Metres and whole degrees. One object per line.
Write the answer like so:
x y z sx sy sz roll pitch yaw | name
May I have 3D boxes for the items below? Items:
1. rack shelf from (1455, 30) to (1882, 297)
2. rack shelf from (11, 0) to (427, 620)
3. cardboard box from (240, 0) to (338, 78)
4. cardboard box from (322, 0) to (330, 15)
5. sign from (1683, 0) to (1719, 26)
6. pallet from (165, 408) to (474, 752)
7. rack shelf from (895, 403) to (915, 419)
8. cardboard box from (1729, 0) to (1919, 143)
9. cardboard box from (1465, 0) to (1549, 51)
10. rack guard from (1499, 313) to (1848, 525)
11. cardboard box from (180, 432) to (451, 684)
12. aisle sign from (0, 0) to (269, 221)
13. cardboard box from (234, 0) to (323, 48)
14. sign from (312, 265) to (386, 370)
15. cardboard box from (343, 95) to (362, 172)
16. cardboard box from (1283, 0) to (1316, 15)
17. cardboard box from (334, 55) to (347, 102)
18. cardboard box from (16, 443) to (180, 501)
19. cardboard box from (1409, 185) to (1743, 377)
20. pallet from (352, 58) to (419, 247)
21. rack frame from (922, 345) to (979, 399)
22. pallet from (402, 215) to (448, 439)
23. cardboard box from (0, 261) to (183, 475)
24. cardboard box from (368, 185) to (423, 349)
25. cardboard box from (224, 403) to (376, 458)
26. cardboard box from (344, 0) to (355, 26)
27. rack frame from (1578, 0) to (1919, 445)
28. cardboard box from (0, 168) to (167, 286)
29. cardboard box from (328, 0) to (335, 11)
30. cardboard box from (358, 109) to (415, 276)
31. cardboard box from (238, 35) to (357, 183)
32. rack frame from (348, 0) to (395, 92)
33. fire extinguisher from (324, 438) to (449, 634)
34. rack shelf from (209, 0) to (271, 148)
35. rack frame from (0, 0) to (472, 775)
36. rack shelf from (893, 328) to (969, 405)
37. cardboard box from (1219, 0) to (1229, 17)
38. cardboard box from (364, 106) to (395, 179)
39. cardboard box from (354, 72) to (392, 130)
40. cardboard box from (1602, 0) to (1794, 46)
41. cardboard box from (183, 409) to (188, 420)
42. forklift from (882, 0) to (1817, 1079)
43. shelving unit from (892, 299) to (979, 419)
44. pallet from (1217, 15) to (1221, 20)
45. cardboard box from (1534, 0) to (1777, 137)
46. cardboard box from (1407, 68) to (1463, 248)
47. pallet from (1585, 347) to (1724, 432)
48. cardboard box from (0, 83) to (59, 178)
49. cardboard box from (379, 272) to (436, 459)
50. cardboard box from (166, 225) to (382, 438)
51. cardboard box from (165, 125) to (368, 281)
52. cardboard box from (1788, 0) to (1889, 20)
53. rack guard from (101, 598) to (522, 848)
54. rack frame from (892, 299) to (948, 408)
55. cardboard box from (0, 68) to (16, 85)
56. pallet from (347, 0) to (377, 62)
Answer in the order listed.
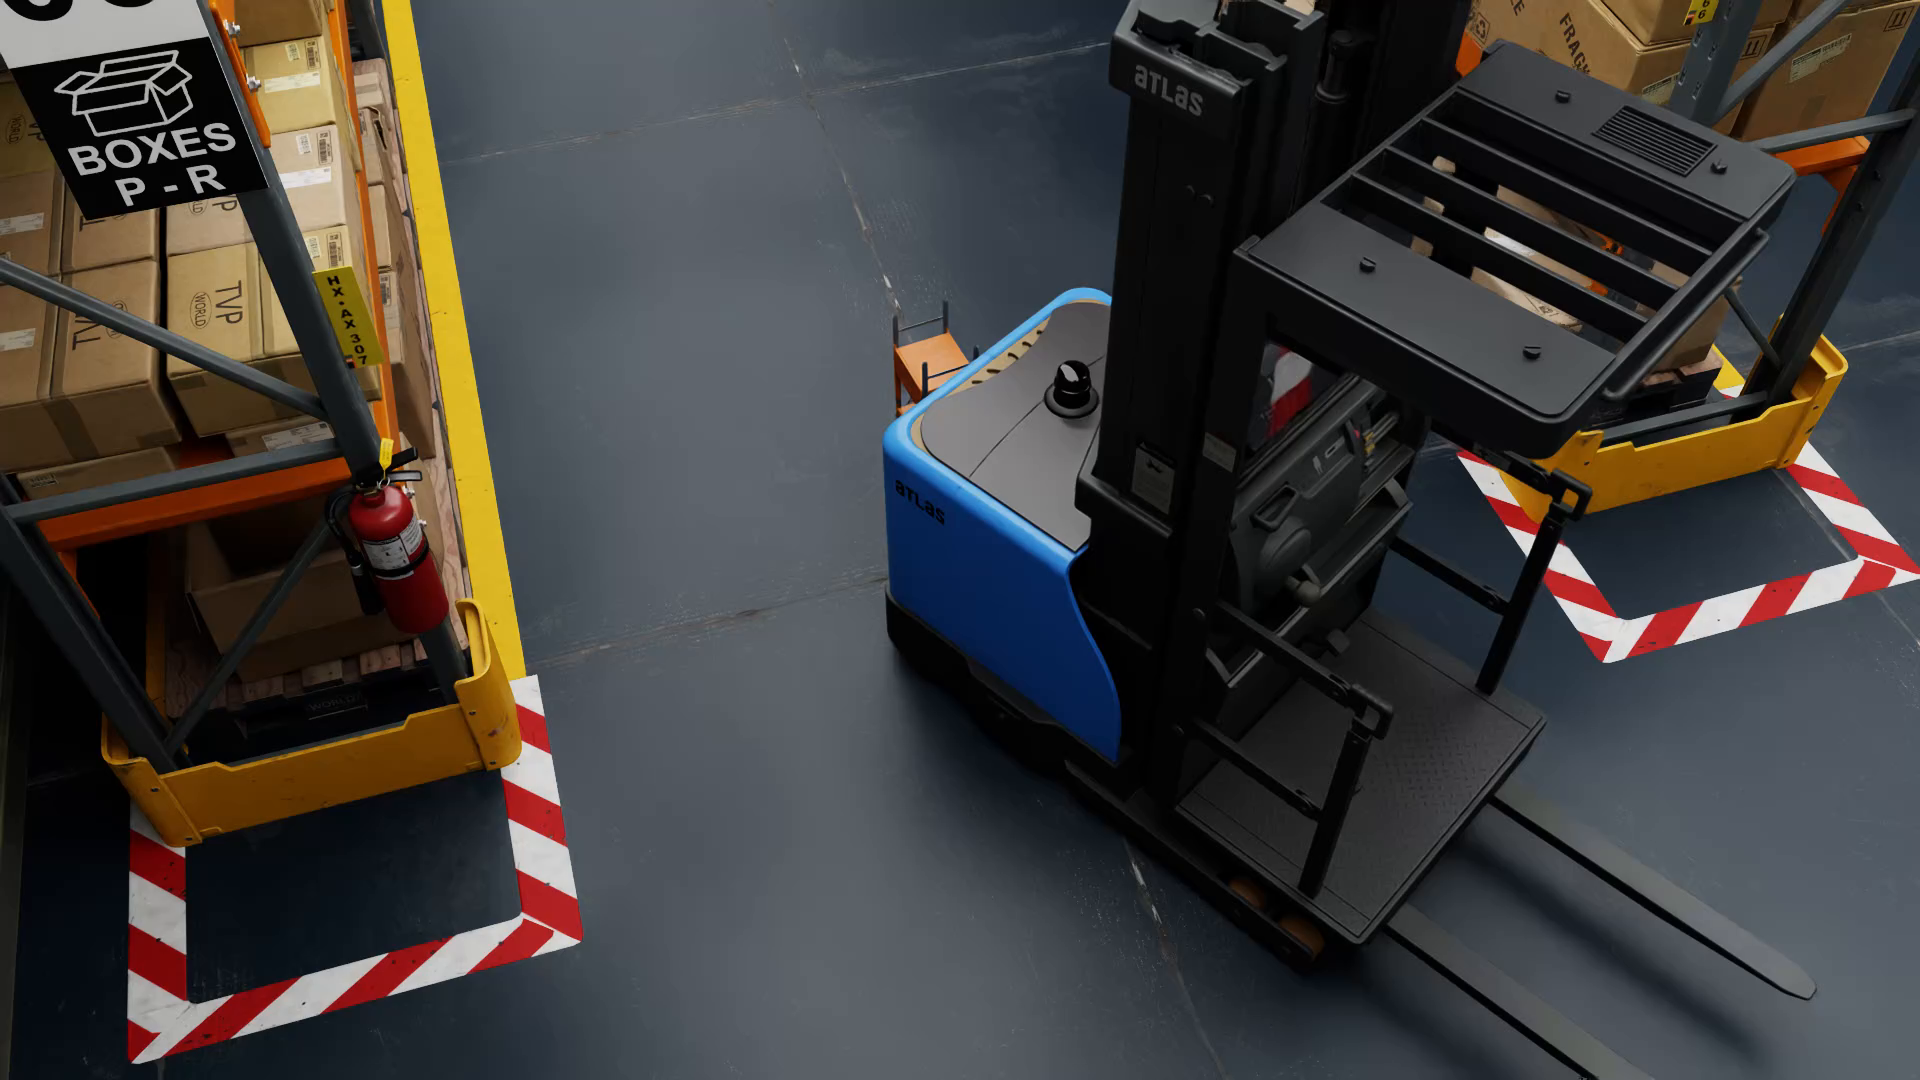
2.091 -2.509 6.874 1.077 0.370 4.000 -13 51 -11 | rack shelf
-2.650 -1.384 5.926 1.077 0.370 4.000 -13 51 -11 | rack shelf
-2.409 -1.702 5.626 0.500 0.250 0.500 -15 51 -12 | cardboard box
-2.561 -2.078 5.943 0.500 0.250 0.500 -14 51 -11 | cardboard box
2.160 -1.617 4.739 0.100 0.325 0.005 -13 51 -11 | sign
-2.318 0.106 6.023 1.003 0.211 1.213 -13 51 -11 | pallet
-0.081 -0.340 5.864 0.215 0.259 0.240 -19 52 -15 | rack shelf
2.814 -1.728 5.680 0.500 0.500 0.500 -14 51 -11 | cardboard box
2.152 -1.975 5.888 0.500 0.500 0.500 -14 51 -12 | cardboard box
2.689 -0.457 6.308 1.175 0.500 0.348 -13 51 -11 | rack guard
-2.149 0.046 5.608 0.797 0.503 0.637 -15 52 -12 | cardboard box
-1.758 -1.010 3.439 0.394 0.787 0.004 -13 51 -11 | aisle sign
-2.379 -1.932 5.330 0.500 0.500 0.500 -12 51 -10 | cardboard box
-1.540 -0.557 4.192 0.100 0.325 0.005 -13 51 -11 | sign
-2.227 -1.329 5.573 0.380 0.149 0.250 -15 51 -12 | cardboard box
1.848 -2.375 7.691 0.875 0.438 0.875 -15 51 -12 | cardboard box
-2.325 -1.516 5.731 0.380 0.149 0.250 -12 51 -10 | cardboard box
-2.413 -0.256 4.668 0.380 0.149 0.250 -14 51 -11 | cardboard box
2.391 -1.049 6.574 0.875 0.438 0.875 -15 51 -12 | cardboard box
-3.039 -1.676 7.525 1.003 0.211 1.213 -13 51 -11 | pallet
-0.031 -0.262 5.784 0.200 1.050 0.008 -19 52 -15 | rack frame
-2.675 -0.784 6.773 1.003 0.211 1.213 -13 51 -11 | pallet
-2.448 -0.479 4.595 0.500 0.250 0.500 -12 51 -10 | cardboard box
-2.425 -0.995 6.487 0.500 0.500 0.500 -12 51 -10 | cardboard box
-1.894 -0.377 4.770 0.380 0.149 0.250 -14 51 -11 | cardboard box
-3.170 -2.811 8.018 0.500 0.500 0.500 -11 51 -9 | cardboard box
2.682 -1.280 5.368 1.000 3.000 0.127 -13 51 -11 | rack frame
-2.599 -0.856 4.913 0.500 0.250 0.500 -13 51 -11 | cardboard box
-2.554 -2.073 6.200 0.380 0.149 0.250 -14 51 -12 | cardboard box
-2.672 -1.345 6.782 0.700 0.500 0.500 -15 52 -12 | cardboard box
-2.238 -1.333 5.315 0.500 0.250 0.500 -14 51 -12 | cardboard box
-3.241 -3.077 6.882 1.000 3.000 0.127 -13 51 -11 | rack frame
-1.574 -0.007 4.589 0.296 0.674 0.183 -13 51 -11 | fire extinguisher
-2.650 -2.351 4.779 1.077 0.370 4.000 -13 51 -11 | rack shelf
-2.059 -0.155 4.419 1.000 3.000 0.127 -13 51 -11 | rack frame
-0.081 -0.523 5.647 0.215 0.259 0.240 -19 52 -15 | rack shelf
1.582 -3.029 8.242 0.875 0.438 0.875 -14 51 -12 | cardboard box
-2.691 -1.730 7.260 0.396 0.266 0.258 -12 51 -10 | cardboard box
-2.796 -1.953 7.524 0.380 0.149 0.250 -15 51 -12 | cardboard box
2.312 -1.933 5.198 0.500 0.500 0.500 -12 51 -10 | cardboard box
-2.429 -0.455 4.836 0.380 0.149 0.250 -12 51 -10 | cardboard box
1.167 -0.092 4.411 3.031 2.935 1.130 35 58 26 | forklift
-0.081 -0.347 5.856 0.215 1.050 0.252 -19 52 -15 | shelving unit
1.649 -2.730 8.413 1.003 0.211 1.213 -13 51 -11 | pallet
2.287 -1.605 5.576 0.500 0.500 0.500 -13 51 -11 | cardboard box
2.113 -1.716 7.136 0.875 0.438 0.875 -12 51 -10 | cardboard box
2.371 -0.948 6.911 1.003 0.211 1.213 -13 51 -11 | pallet
-2.741 -1.218 5.219 0.500 0.250 0.500 -12 51 -10 | cardboard box
-2.365 -0.586 6.143 0.700 0.500 0.500 -11 51 -9 | cardboard box
-1.935 -0.595 4.693 0.500 0.250 0.500 -13 51 -11 | cardboard box
-2.085 -0.963 5.004 0.500 0.250 0.500 -13 51 -11 | cardboard box
2.812 -2.050 5.297 0.500 0.500 0.500 -14 51 -12 | cardboard box
-2.081 0.595 5.422 1.175 0.500 0.348 -13 51 -11 | rack guard
-0.132 -0.432 5.927 0.200 1.050 0.008 -19 52 -15 | rack frame
-2.896 -1.600 5.541 0.500 0.250 0.500 -13 51 -11 | cardboard box
-3.518 -2.764 8.442 1.003 0.211 1.213 -13 51 -11 | pallet
